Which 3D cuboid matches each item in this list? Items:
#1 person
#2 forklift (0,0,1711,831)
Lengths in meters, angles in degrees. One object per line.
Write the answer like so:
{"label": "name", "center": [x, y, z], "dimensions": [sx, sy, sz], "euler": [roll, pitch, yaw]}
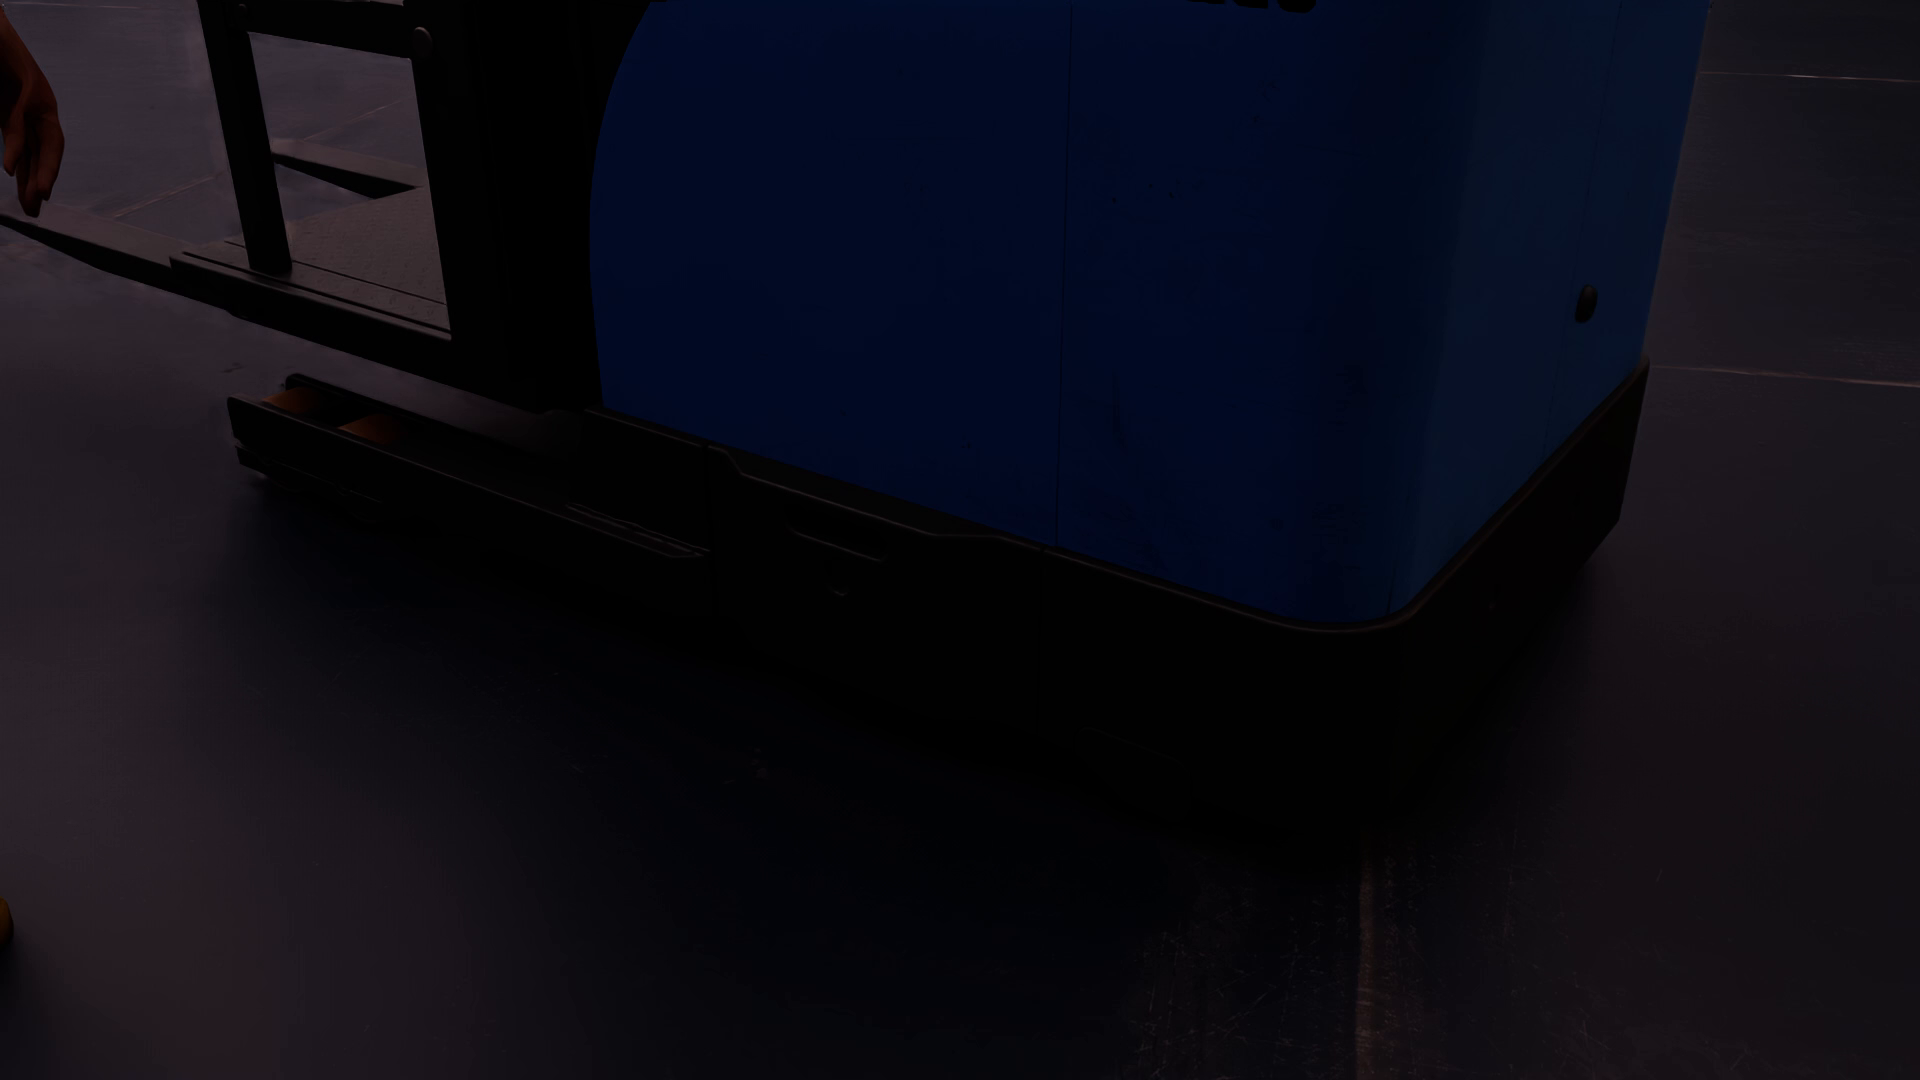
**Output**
{"label": "person", "center": [-1.206, -0.357, 1.284], "dimensions": [0.442, 1.733, 0.864], "euler": [16, 31, 29]}
{"label": "forklift", "center": [-0.536, -1.507, 2.234], "dimensions": [3.031, 2.935, 1.130], "euler": [18, 32, 31]}
